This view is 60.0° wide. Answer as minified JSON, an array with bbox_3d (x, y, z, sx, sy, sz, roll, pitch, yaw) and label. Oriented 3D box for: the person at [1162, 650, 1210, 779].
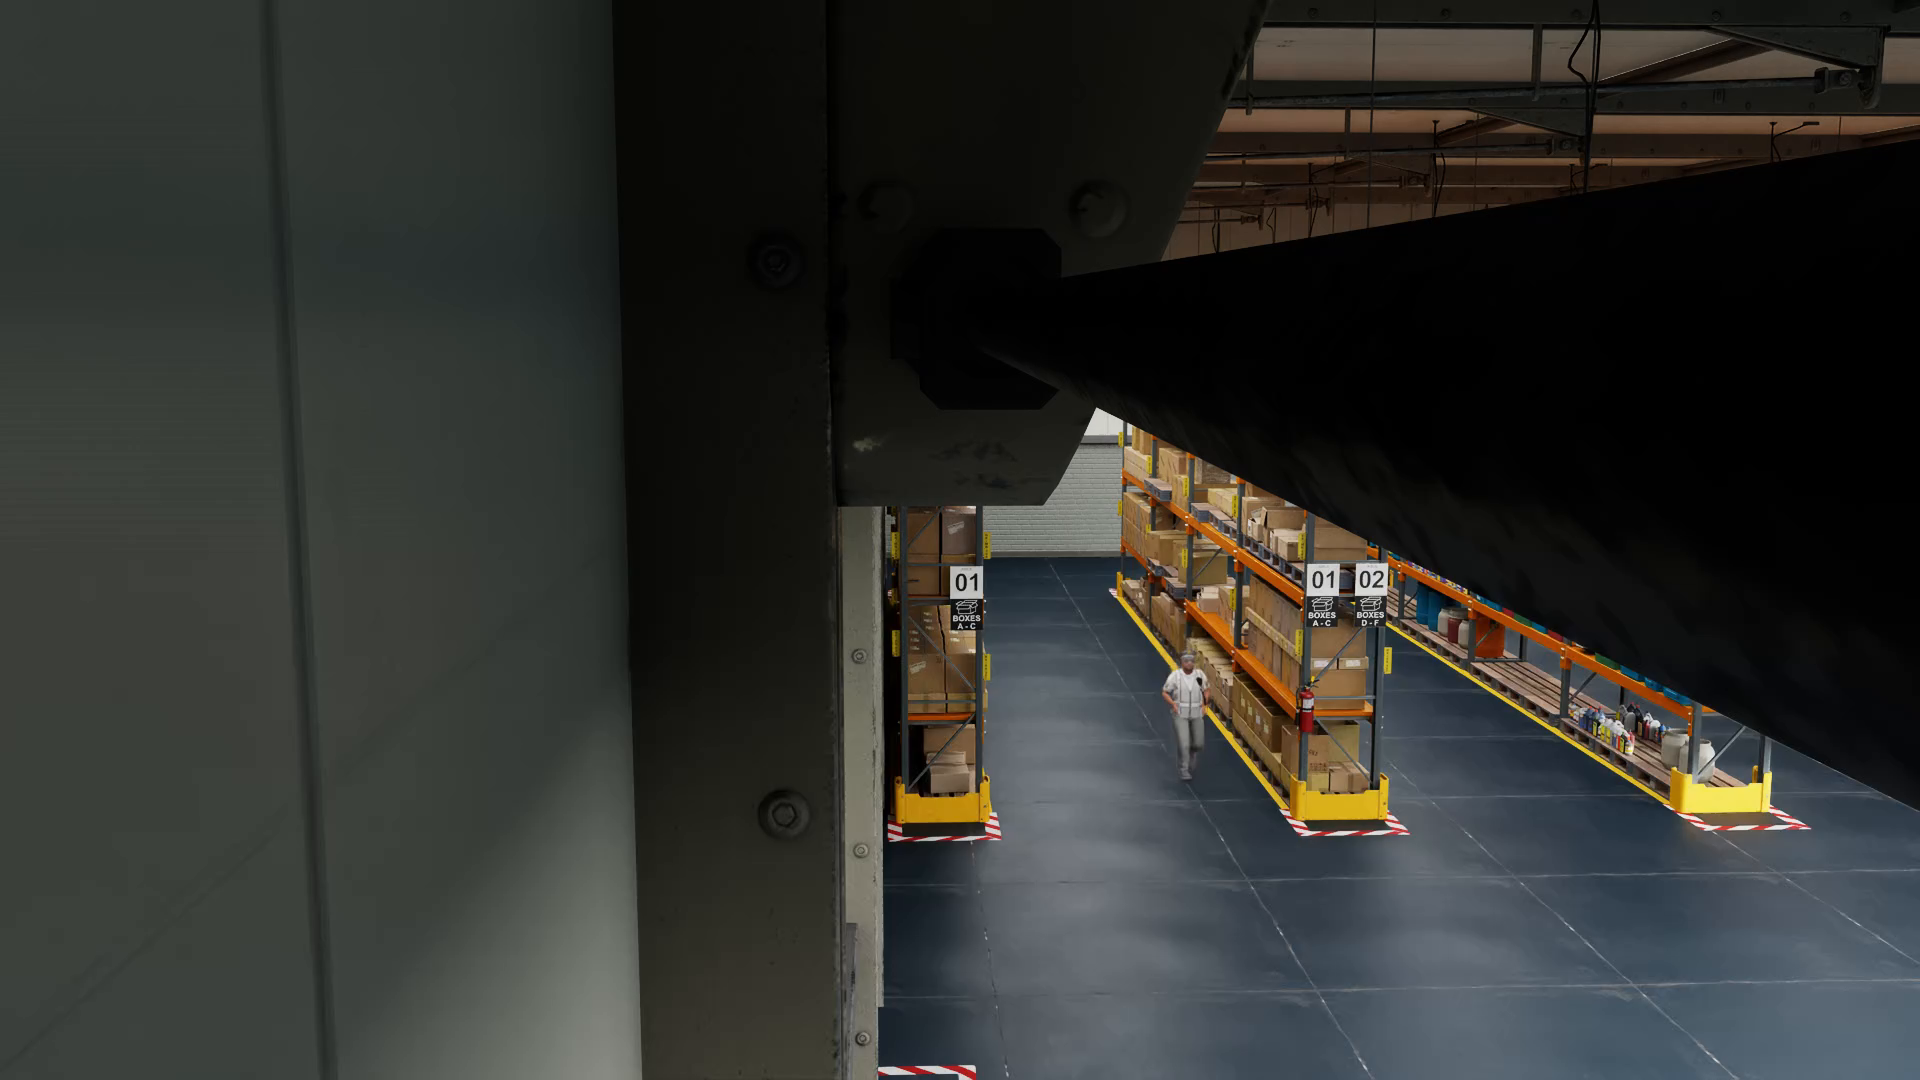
[{"bbox_3d":[3.038,2.309,22.236,0.660,1.732,0.626,0,8,-3],"label":"person"}]
